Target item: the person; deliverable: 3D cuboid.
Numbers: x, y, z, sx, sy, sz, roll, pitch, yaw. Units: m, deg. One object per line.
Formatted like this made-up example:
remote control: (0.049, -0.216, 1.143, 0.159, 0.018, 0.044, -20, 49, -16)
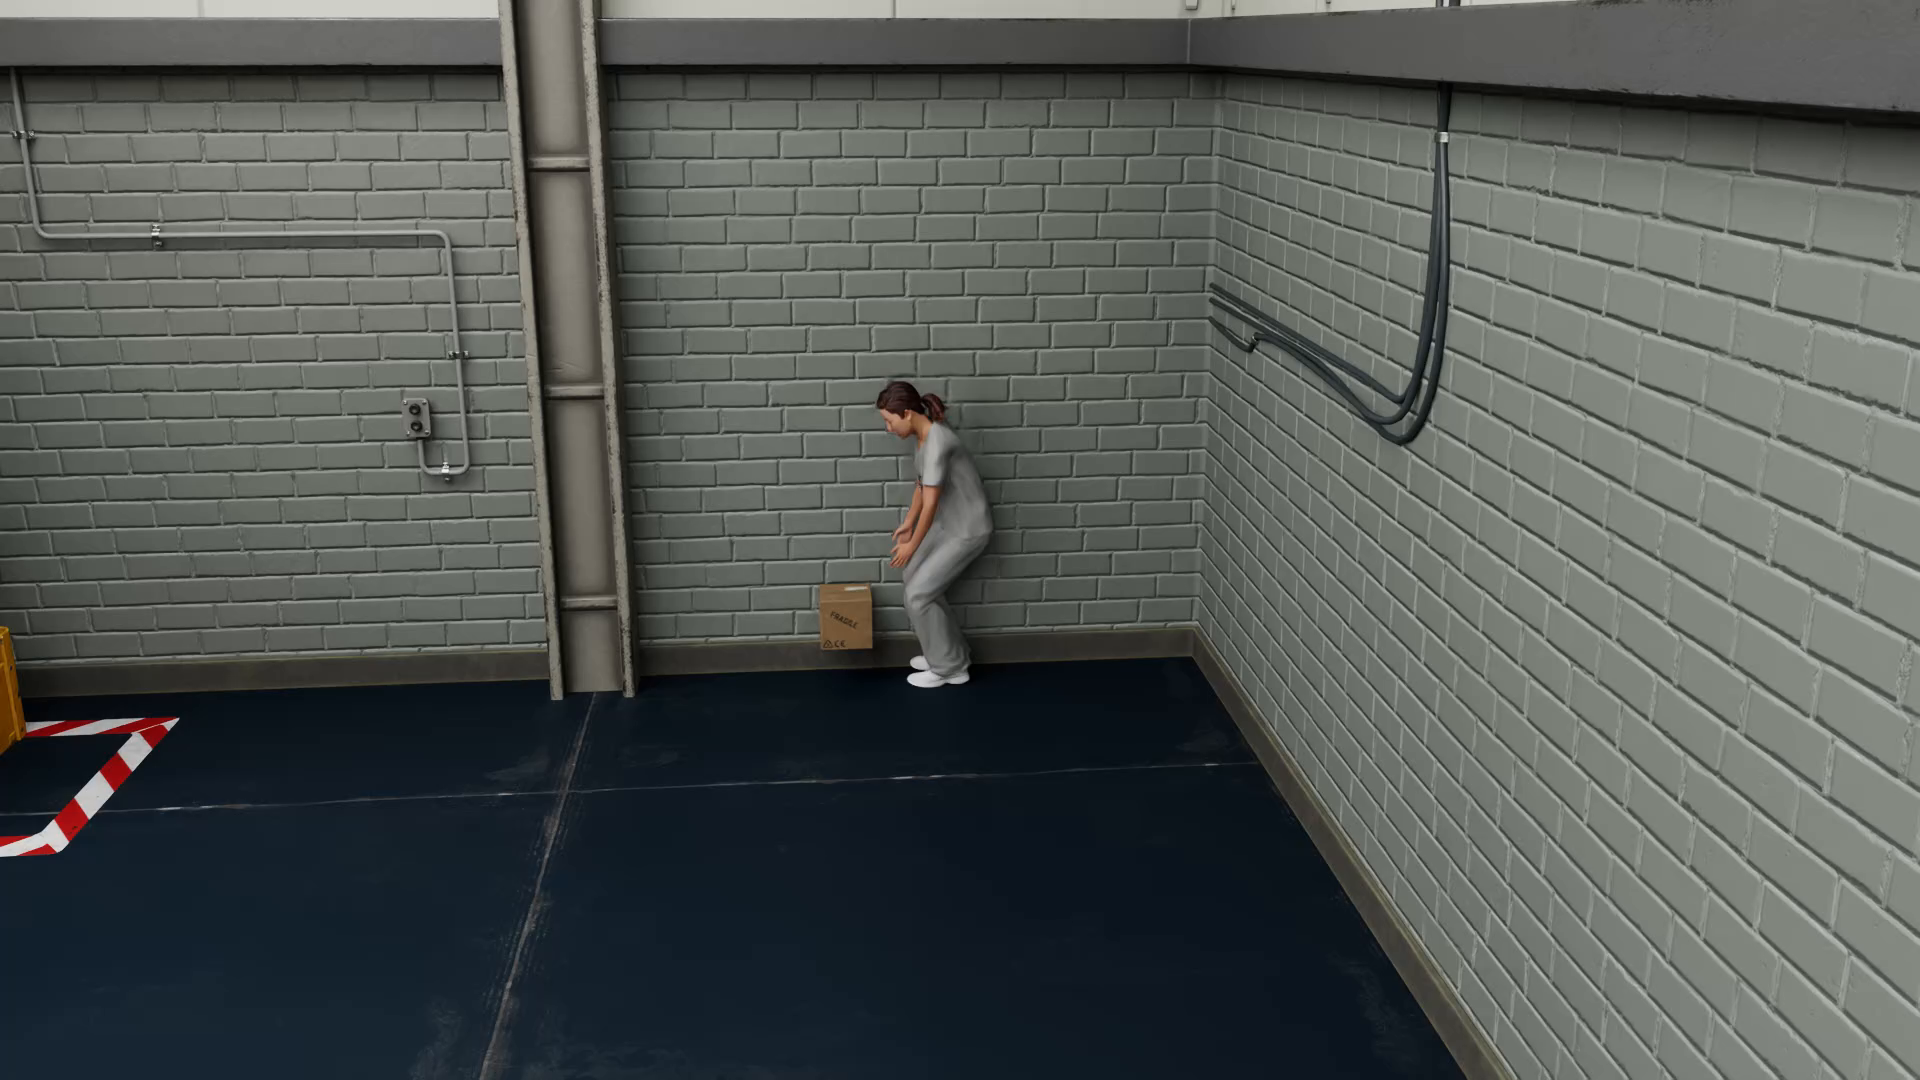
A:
person: (-0.115, -0.032, 7.979, 0.554, 1.493, 0.486, -2, 17, -5)
